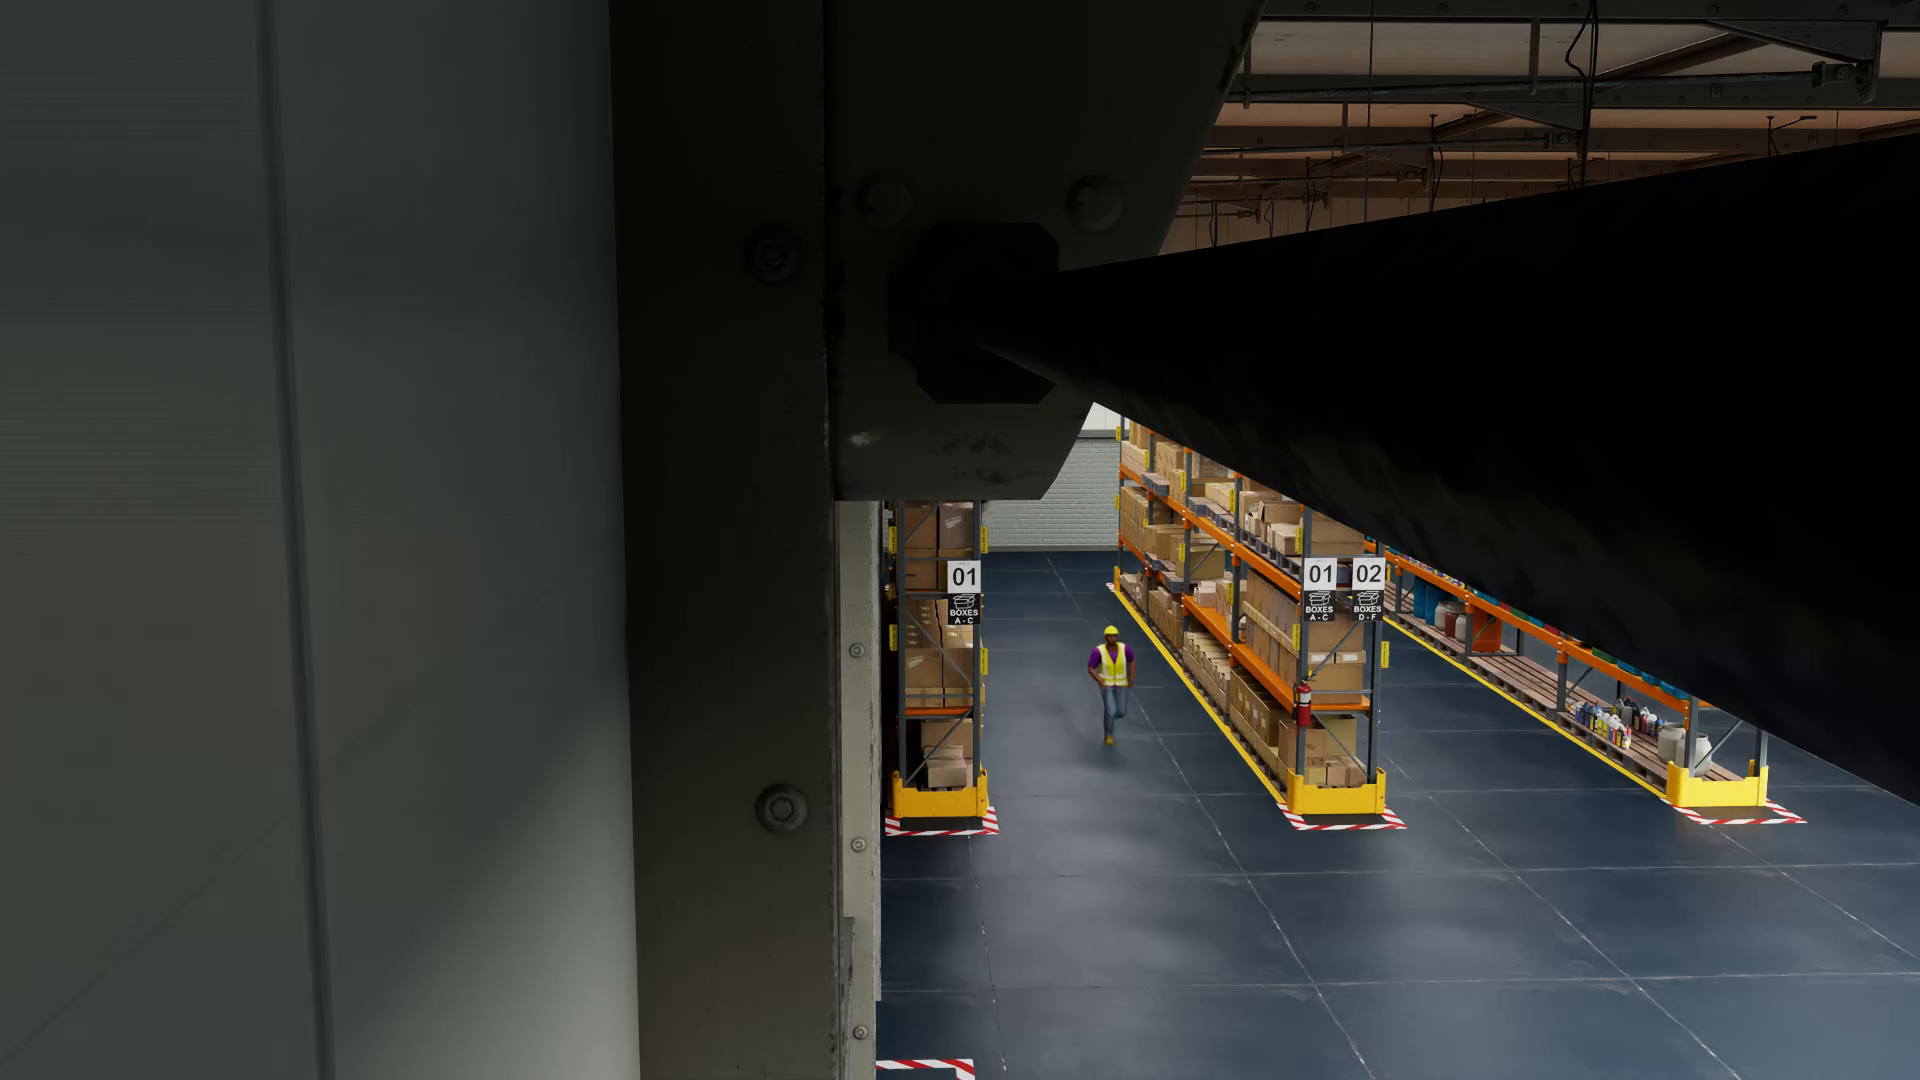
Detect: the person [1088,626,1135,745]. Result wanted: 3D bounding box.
[{"bbox_3d":[2.177,2.069,23.805,0.714,1.729,0.661,-1,8,-9],"label":"person"}]
